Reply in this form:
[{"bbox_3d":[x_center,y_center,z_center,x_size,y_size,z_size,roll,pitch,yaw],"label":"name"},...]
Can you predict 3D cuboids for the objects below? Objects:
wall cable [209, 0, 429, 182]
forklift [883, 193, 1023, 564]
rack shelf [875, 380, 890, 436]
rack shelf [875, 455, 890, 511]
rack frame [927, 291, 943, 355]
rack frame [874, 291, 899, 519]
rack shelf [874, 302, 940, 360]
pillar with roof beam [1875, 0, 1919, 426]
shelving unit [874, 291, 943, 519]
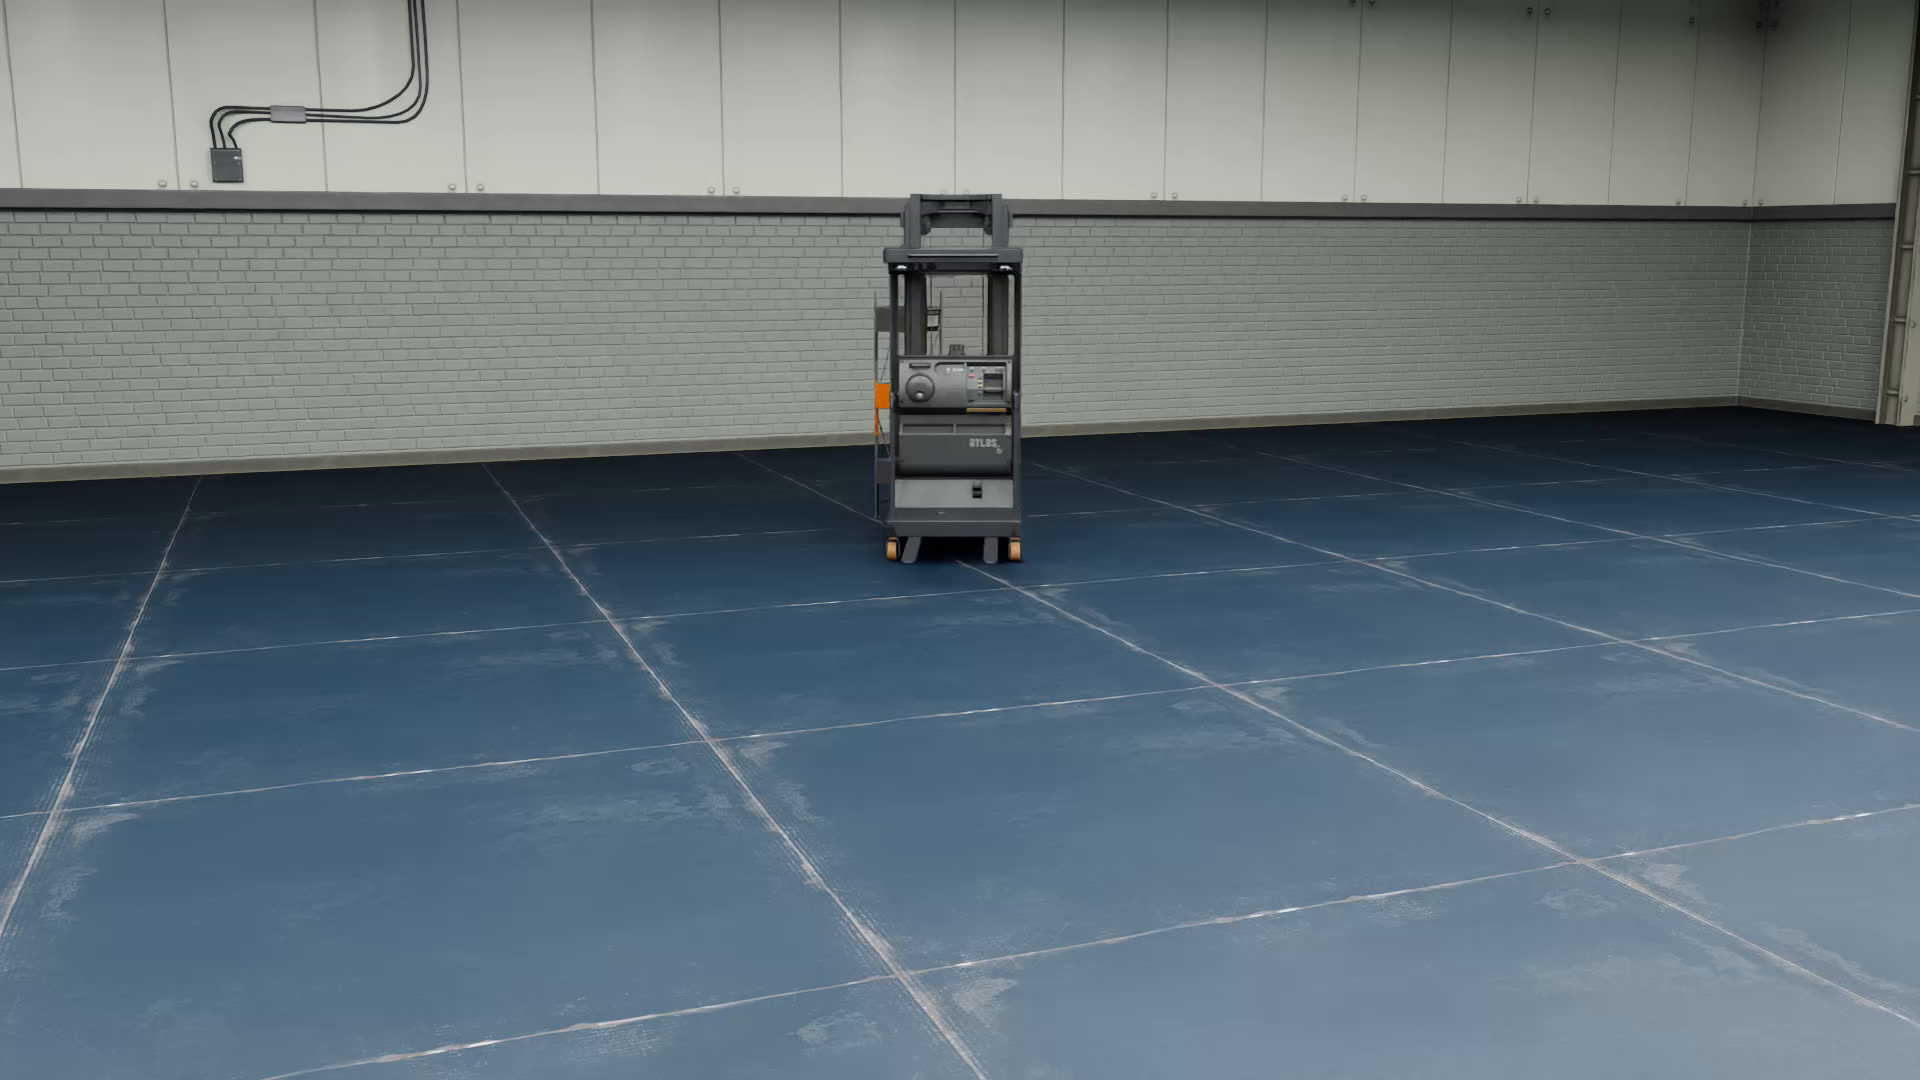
[{"bbox_3d":[-7.025,-6.920,17.915,2.305,6.003,0.169,-4,11,-21],"label":"wall cable"},{"bbox_3d":[-0.041,-1.323,13.490,1.130,2.935,3.031,0,10,1],"label":"forklift"},{"bbox_3d":[-0.471,-1.227,15.403,0.480,0.518,0.431,6,12,31],"label":"rack shelf"},{"bbox_3d":[-0.471,-0.538,15.525,0.480,0.518,0.431,6,12,31],"label":"rack shelf"},{"bbox_3d":[-0.262,-1.219,15.276,0.015,2.100,0.400,6,12,31],"label":"rack frame"},{"bbox_3d":[-0.680,-1.263,15.524,0.015,2.100,0.400,6,12,31],"label":"rack frame"},{"bbox_3d":[-0.471,-1.917,15.280,0.480,0.518,0.431,6,12,31],"label":"rack shelf"},{"bbox_3d":[9.303,-5.806,21.367,9.100,9.000,0.400,-4,11,-21],"label":"pillar with roof beam"},{"bbox_3d":[-0.471,-1.241,15.400,0.503,2.100,0.431,6,12,31],"label":"shelving unit"}]
